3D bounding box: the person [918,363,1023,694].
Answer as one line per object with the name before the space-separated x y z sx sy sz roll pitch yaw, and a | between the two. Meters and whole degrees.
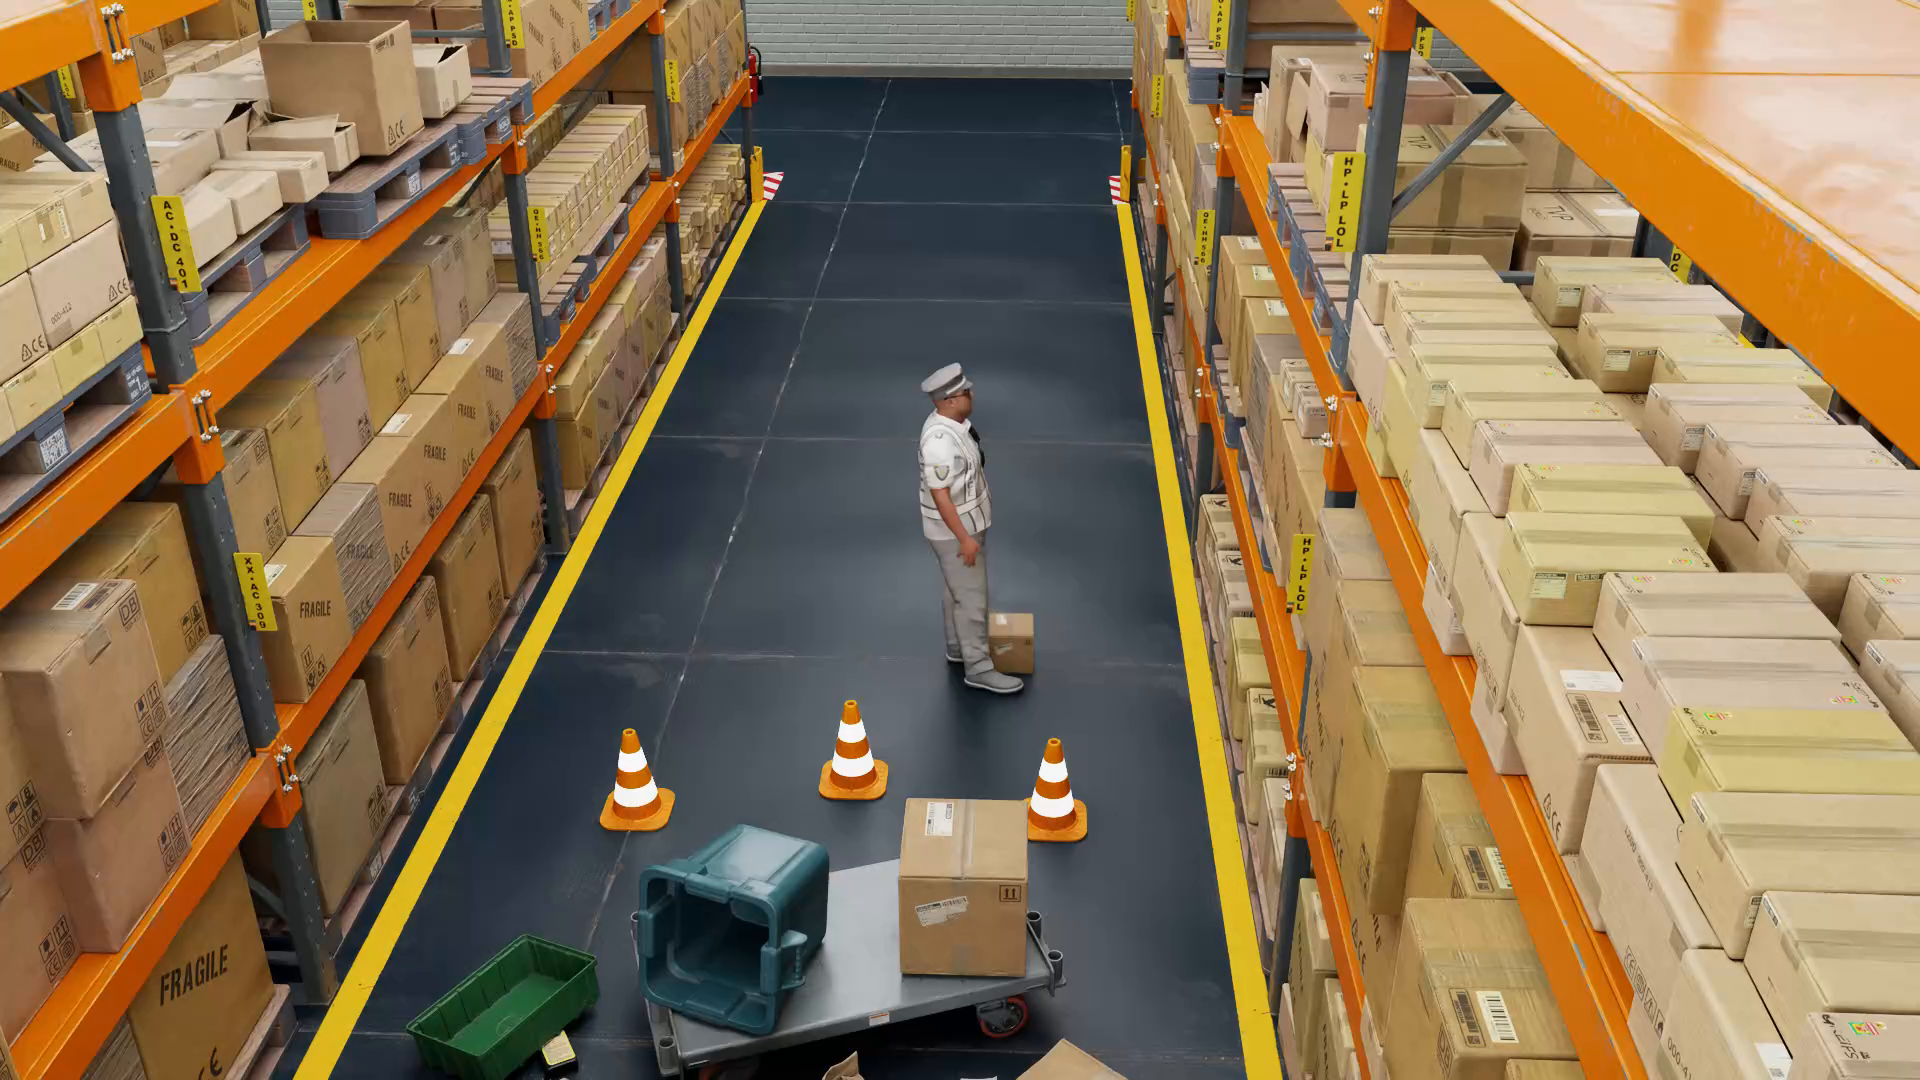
person | 0.071 -0.090 8.969 0.575 1.779 0.635 1 28 2
